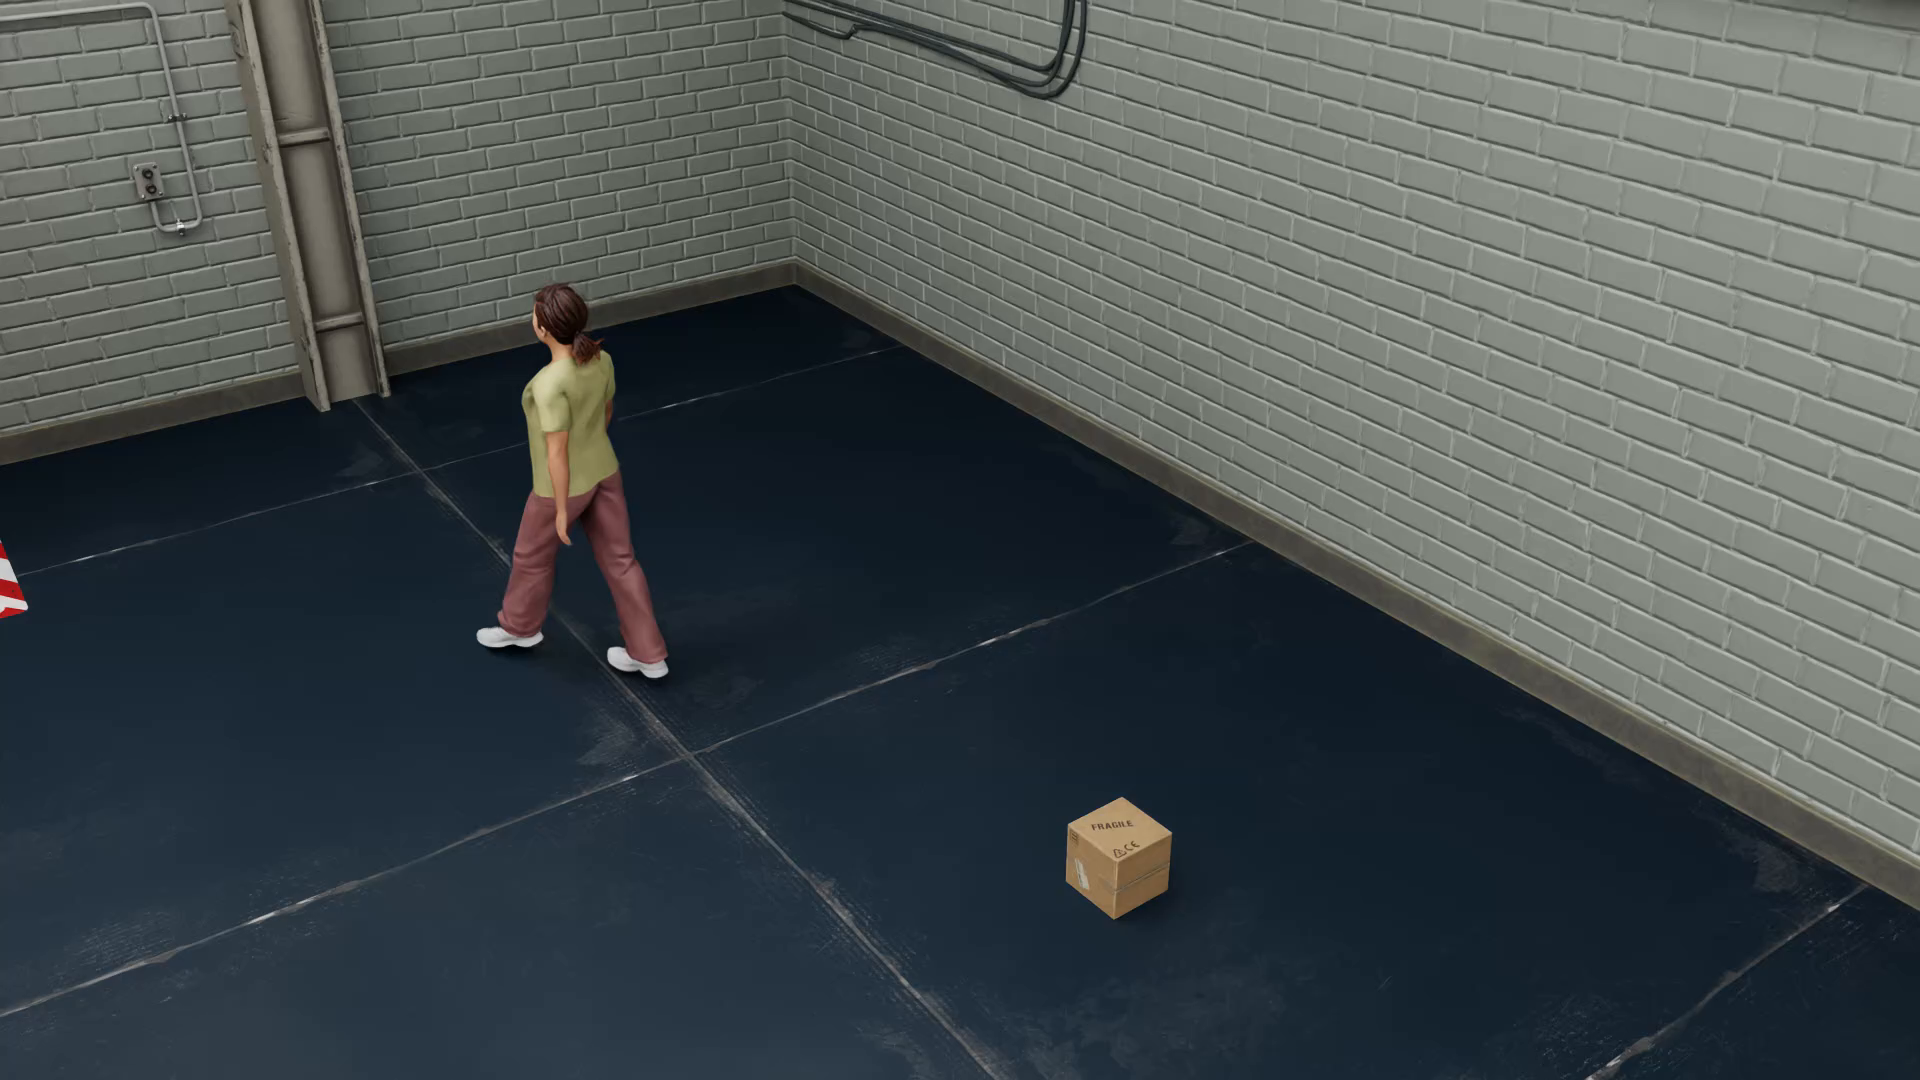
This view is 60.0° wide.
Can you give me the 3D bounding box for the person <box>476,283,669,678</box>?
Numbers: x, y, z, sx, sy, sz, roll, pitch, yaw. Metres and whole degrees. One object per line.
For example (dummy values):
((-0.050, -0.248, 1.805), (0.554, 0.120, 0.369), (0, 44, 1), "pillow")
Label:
((-1.575, -0.250, 6.565), (0.909, 1.640, 0.477), (17, 33, 28), "person")
